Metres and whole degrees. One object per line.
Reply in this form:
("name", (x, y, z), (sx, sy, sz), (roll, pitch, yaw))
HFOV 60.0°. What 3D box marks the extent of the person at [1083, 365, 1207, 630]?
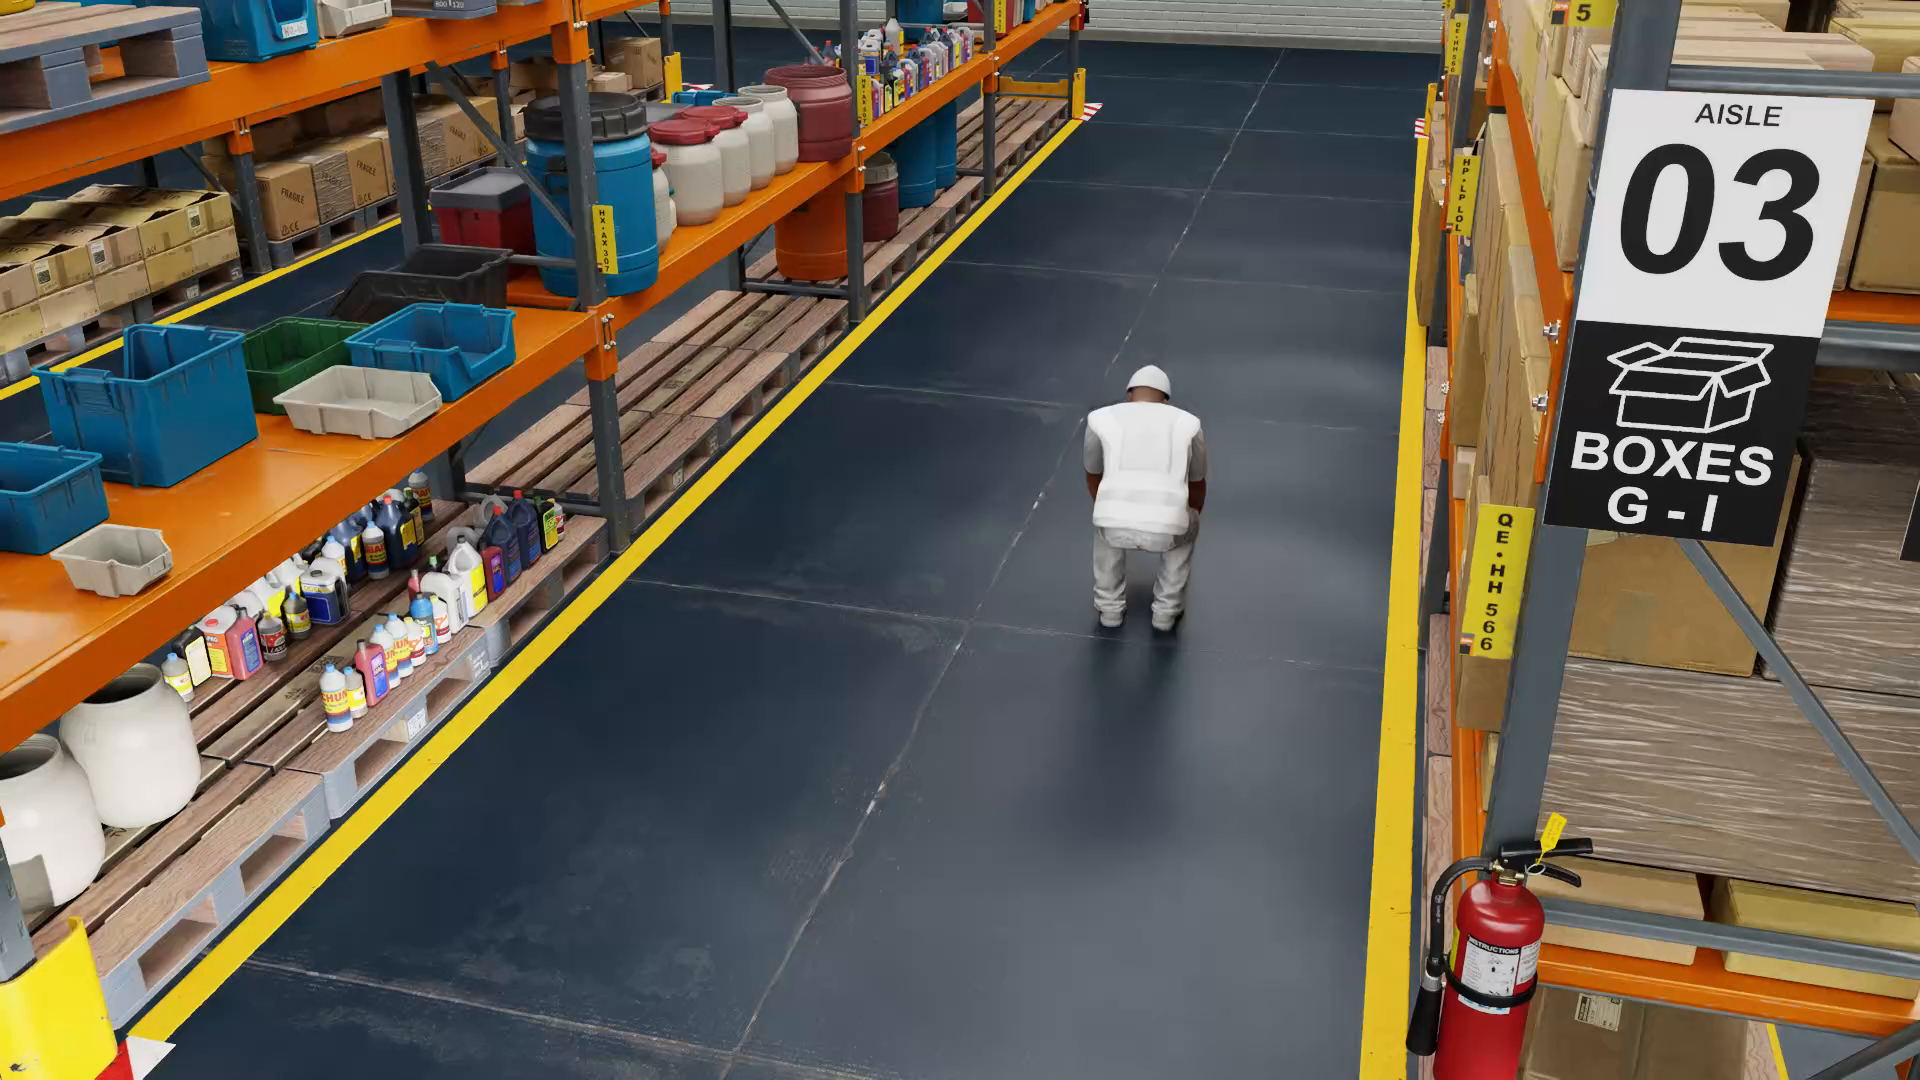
("person", (0.830, -0.175, 7.755), (0.585, 1.111, 0.869), (6, 26, 13))
